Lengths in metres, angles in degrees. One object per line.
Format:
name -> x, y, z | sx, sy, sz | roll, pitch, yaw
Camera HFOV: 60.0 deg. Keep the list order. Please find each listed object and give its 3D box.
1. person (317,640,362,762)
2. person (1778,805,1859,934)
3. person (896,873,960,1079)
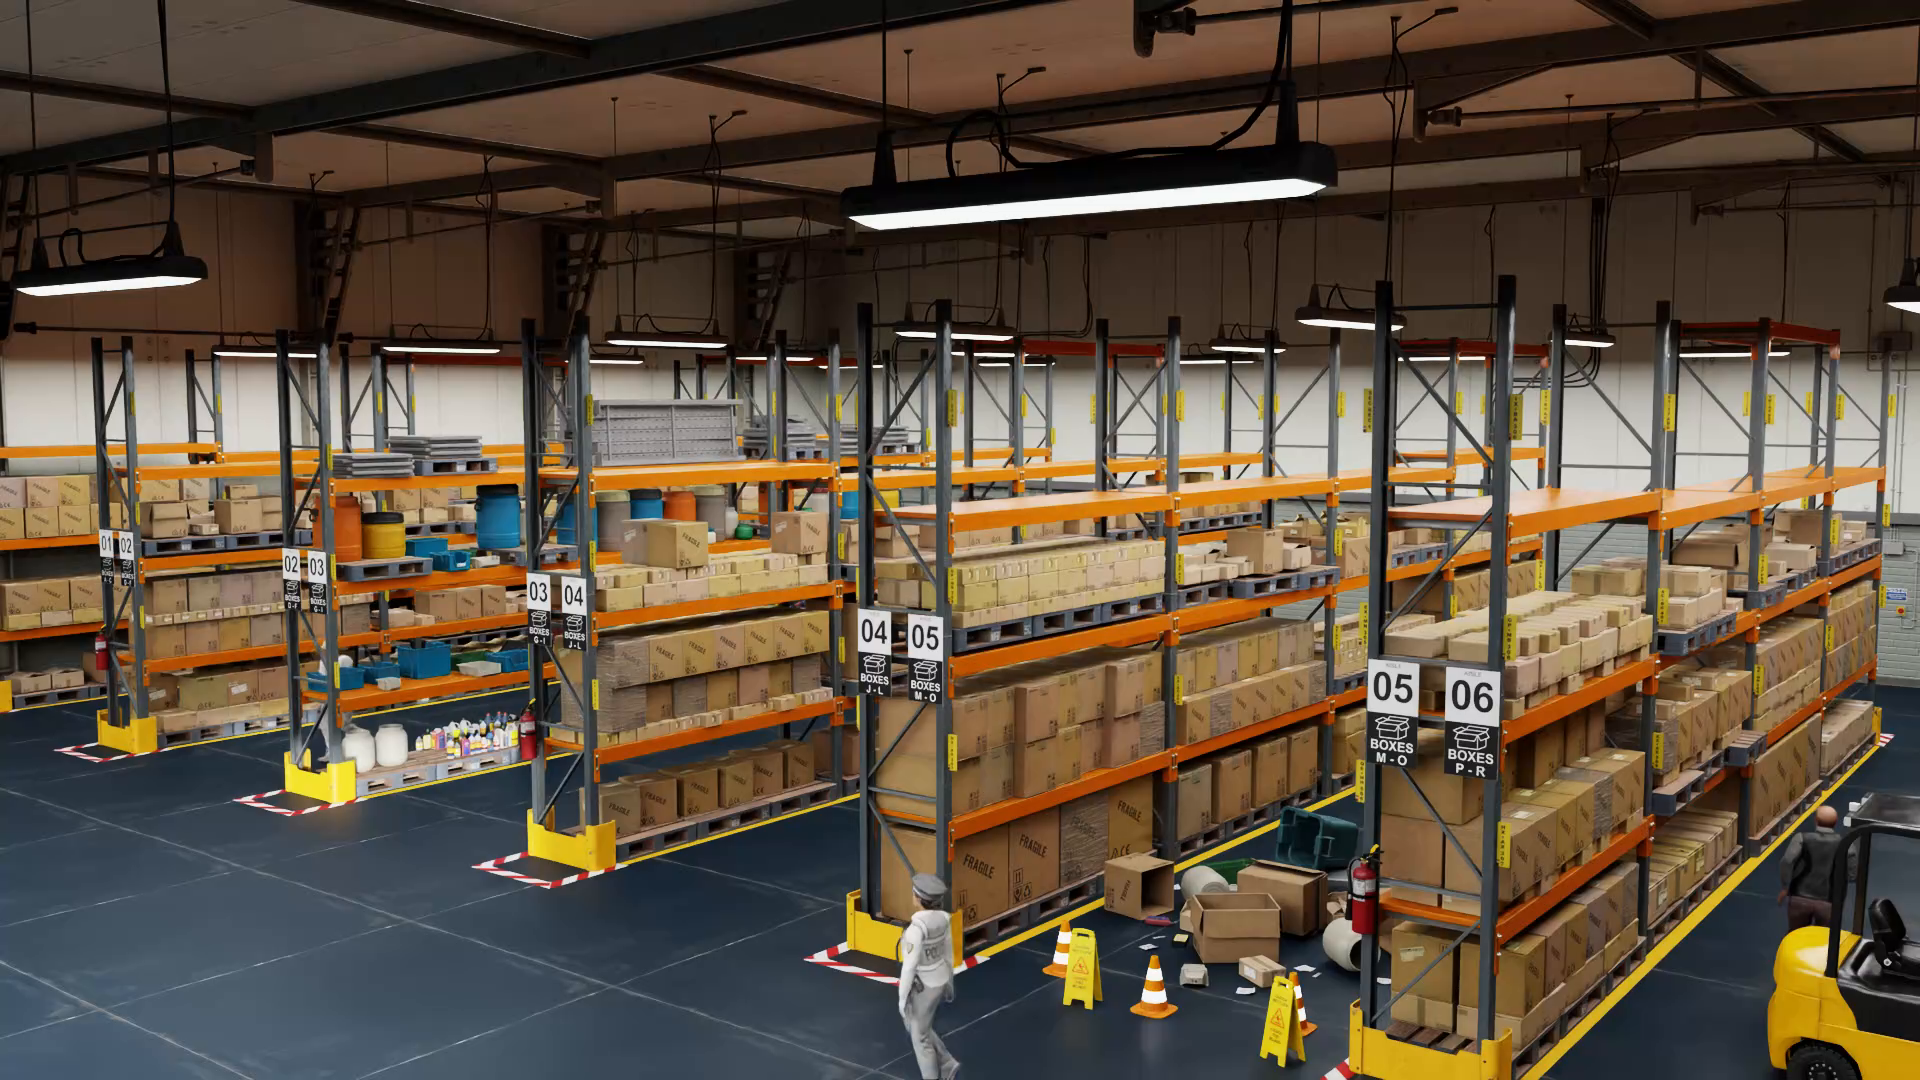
person -> -8.801, 2.238, 23.642 | 0.639, 1.758, 0.719 | 2, 5, 21
person -> 7.406, 3.117, 14.359 | 0.589, 1.616, 0.741 | 4, 6, 39
person -> -0.246, 3.254, 12.070 | 0.447, 1.680, 0.466 | 1, 5, 14
